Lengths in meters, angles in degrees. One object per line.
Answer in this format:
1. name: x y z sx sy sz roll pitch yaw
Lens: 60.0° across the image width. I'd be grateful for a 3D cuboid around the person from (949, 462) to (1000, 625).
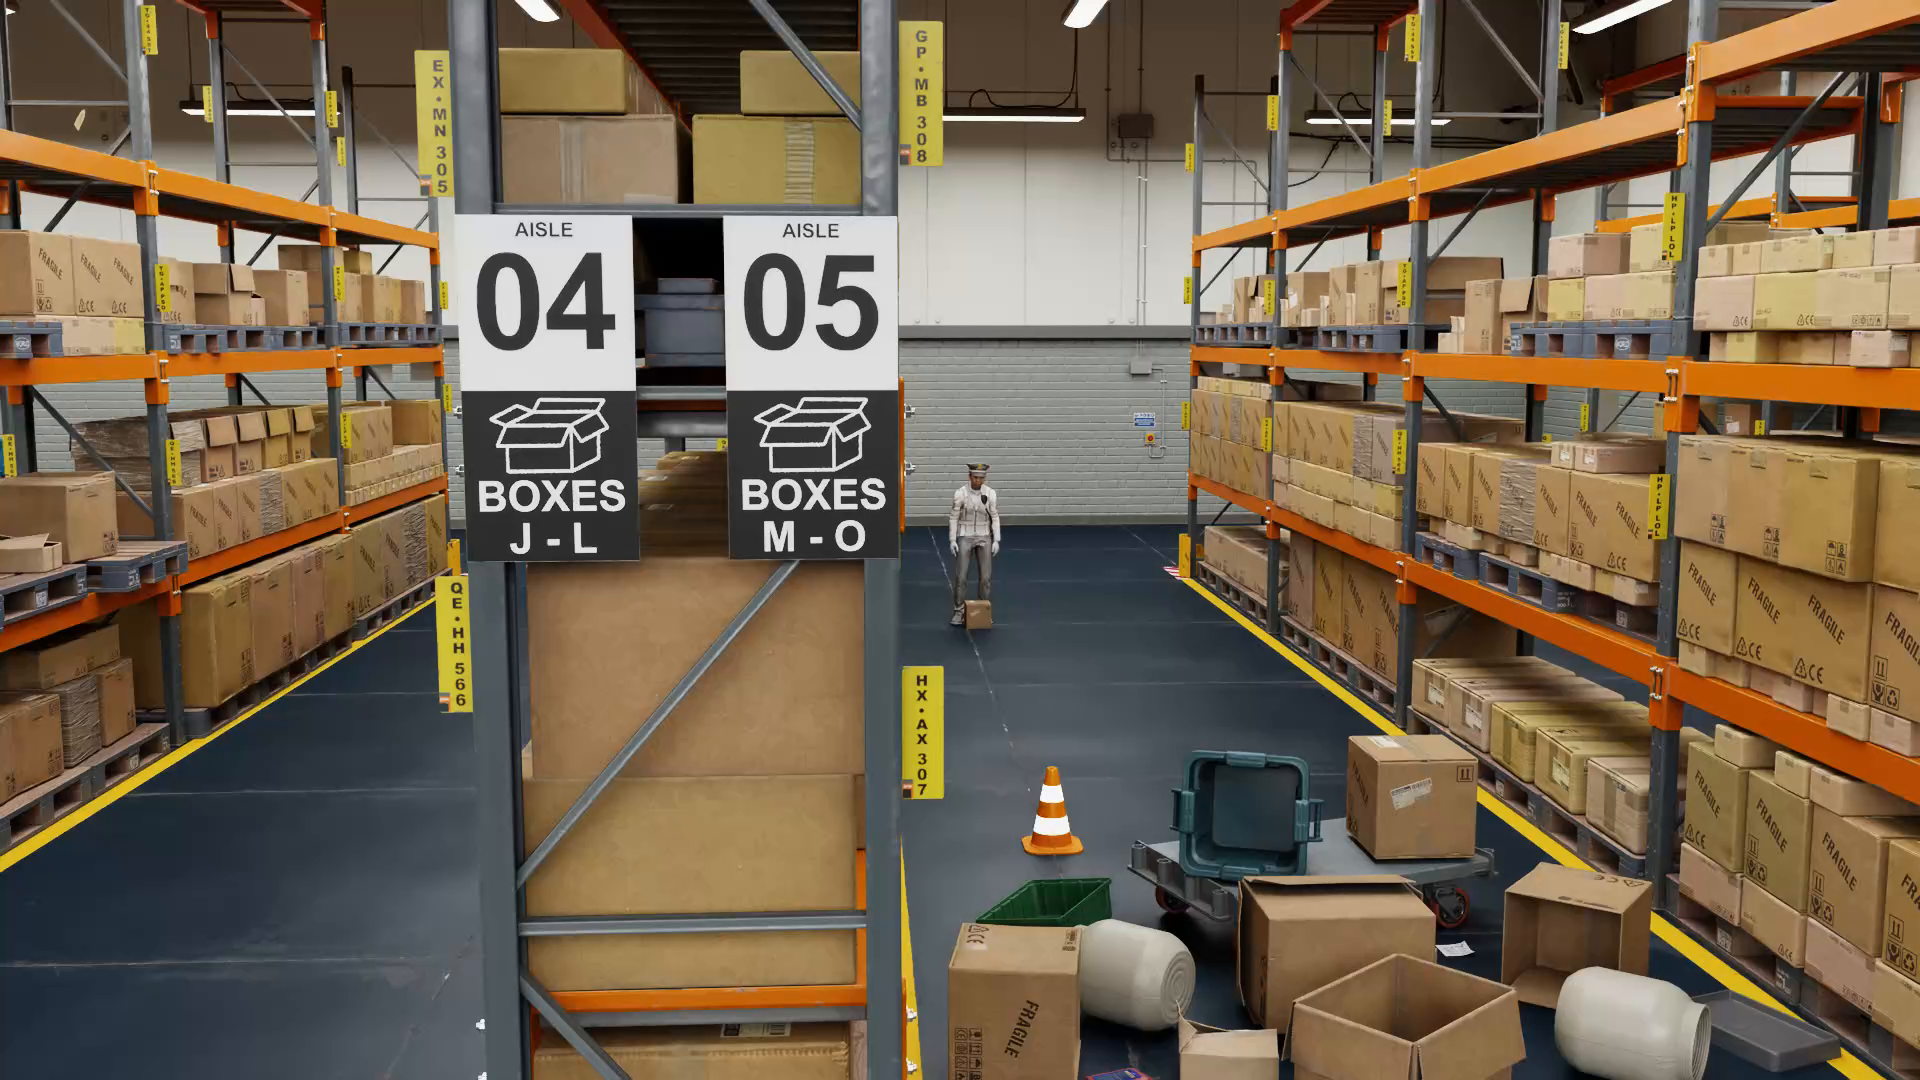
1. person: 0.150 0.026 17.022 0.532 1.663 0.373 -1 7 -7
